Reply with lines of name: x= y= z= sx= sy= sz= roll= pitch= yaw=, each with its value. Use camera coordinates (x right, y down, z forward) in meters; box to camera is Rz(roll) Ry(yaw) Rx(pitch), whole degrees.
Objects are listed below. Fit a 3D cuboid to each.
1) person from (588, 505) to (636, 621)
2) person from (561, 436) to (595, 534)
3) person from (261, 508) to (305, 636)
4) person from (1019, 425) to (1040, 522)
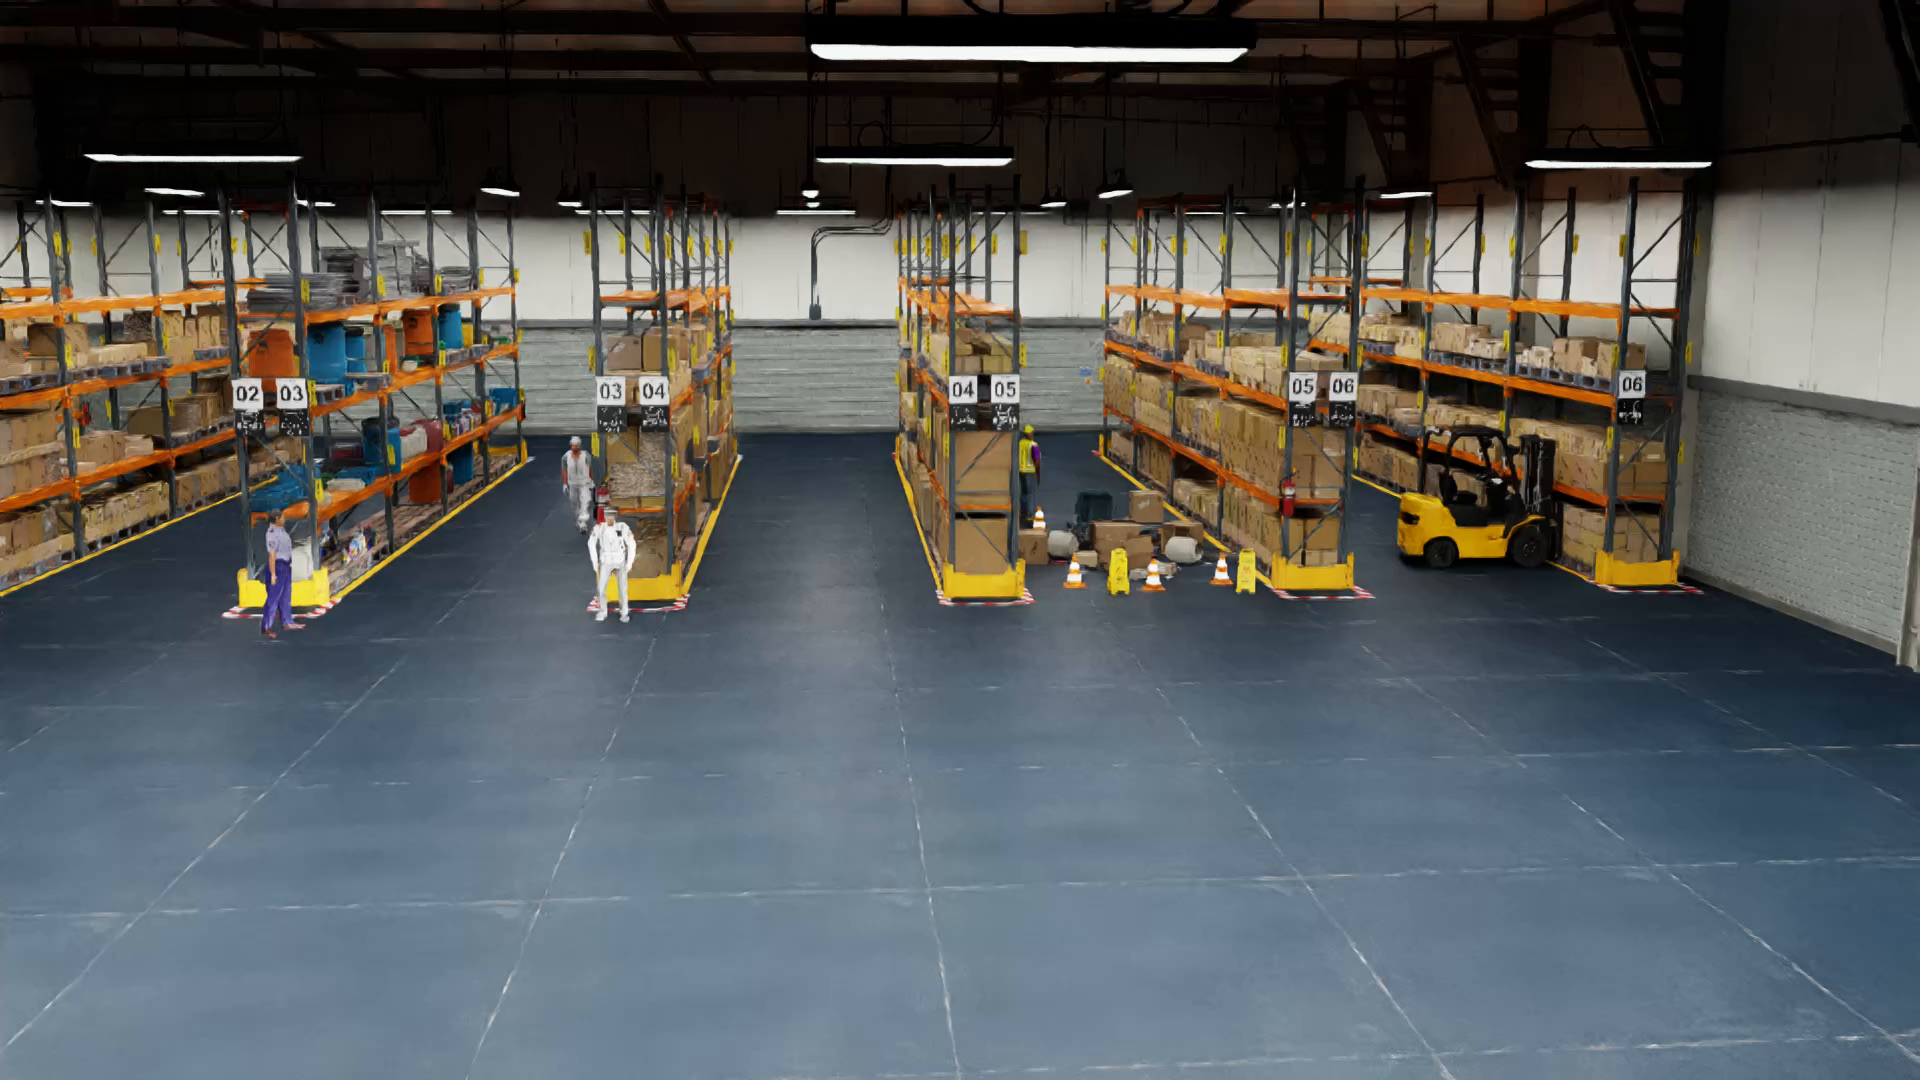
person: x=-4.671 y=0.300 z=22.357 sx=0.639 sy=1.632 sz=0.511 roll=-1 pitch=10 yaw=-5
person: x=-6.745 y=-0.994 z=29.327 sx=0.553 sy=1.709 sz=1.122 roll=0 pitch=10 yaw=-3
person: x=-8.898 y=0.394 z=21.714 sx=0.488 sy=1.643 sz=0.670 roll=-2 pitch=10 yaw=-12
person: x=1.299 y=-1.235 z=30.538 sx=0.453 sy=1.759 sz=0.632 roll=-7 pitch=12 yaw=-34
